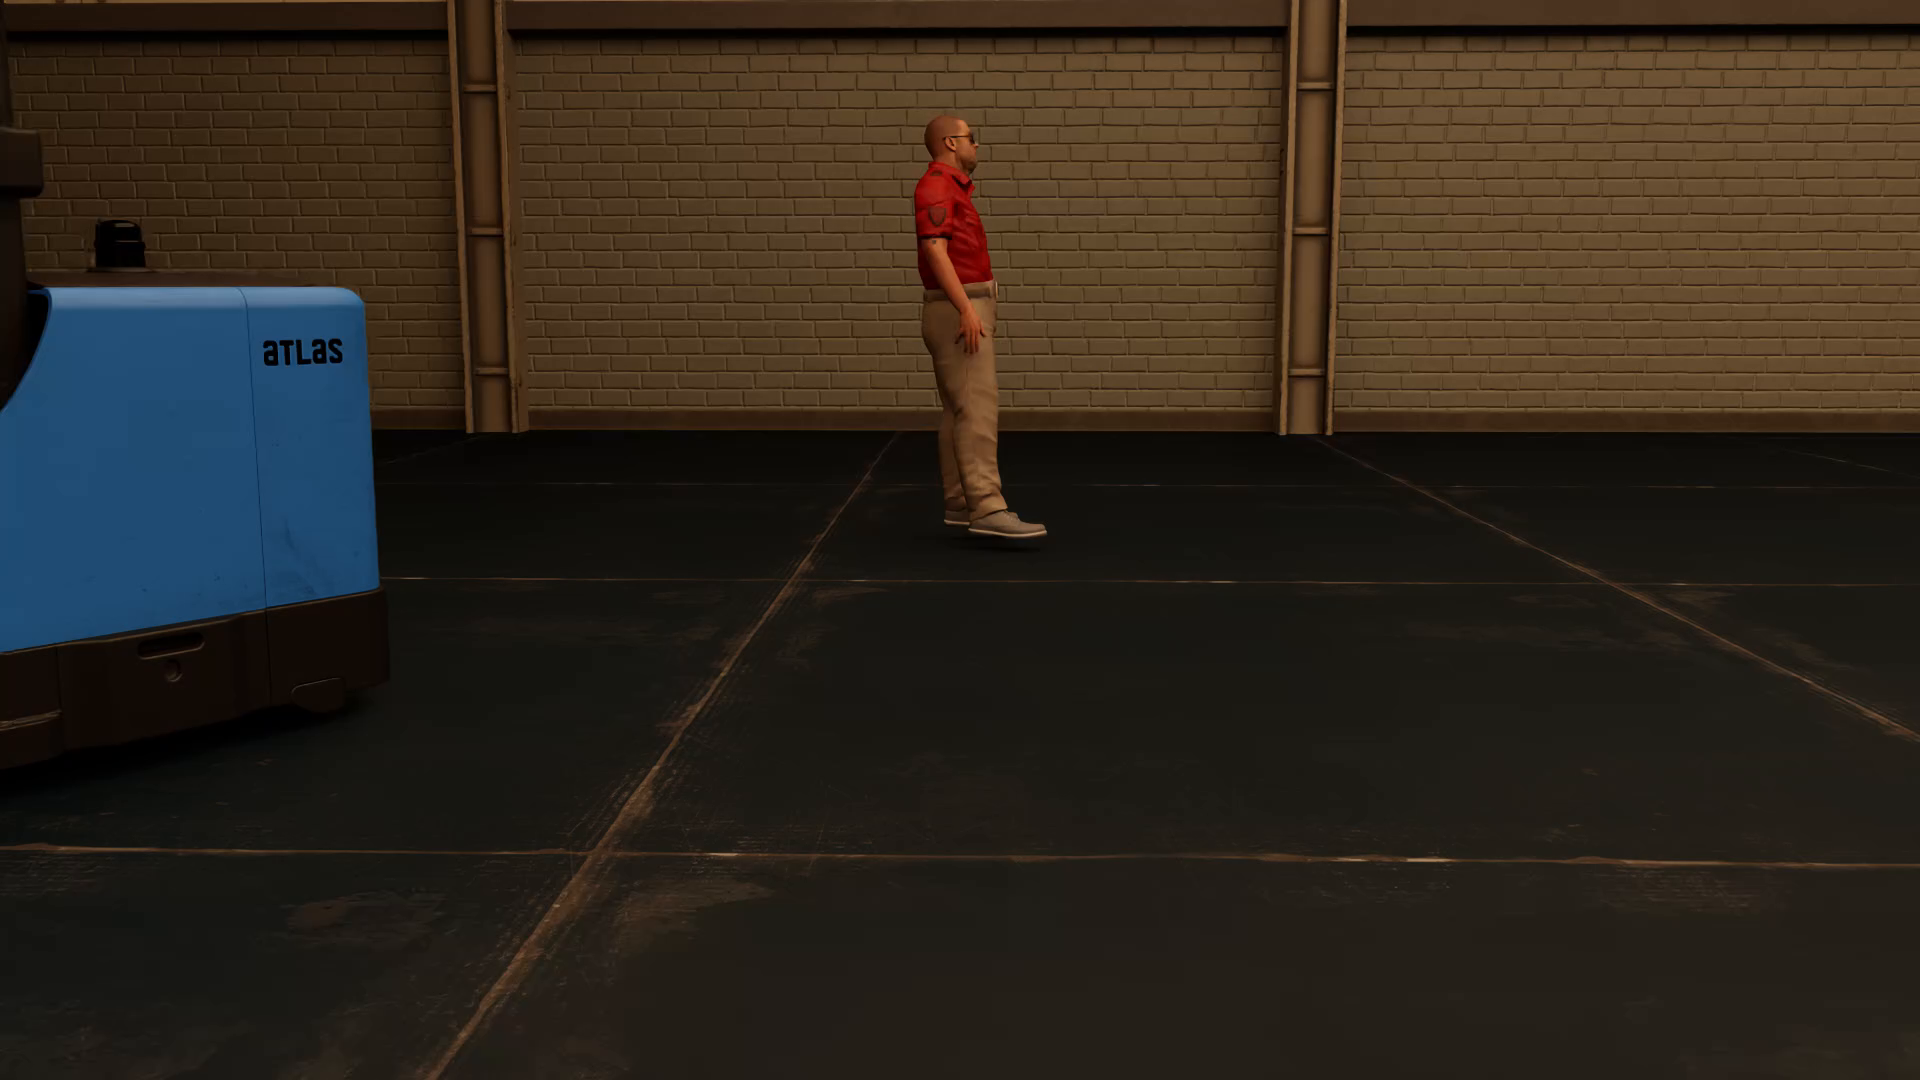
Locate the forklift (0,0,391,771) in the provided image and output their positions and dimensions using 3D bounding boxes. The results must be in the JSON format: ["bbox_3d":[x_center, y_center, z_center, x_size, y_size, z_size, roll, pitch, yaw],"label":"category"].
[{"bbox_3d":[-2.756,-0.884,3.204,1.130,2.935,3.031,6,11,36],"label":"forklift"}]

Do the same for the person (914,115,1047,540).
[{"bbox_3d":[0.089,-0.899,6.975,0.551,1.728,0.640,0,9,1],"label":"person"}]
